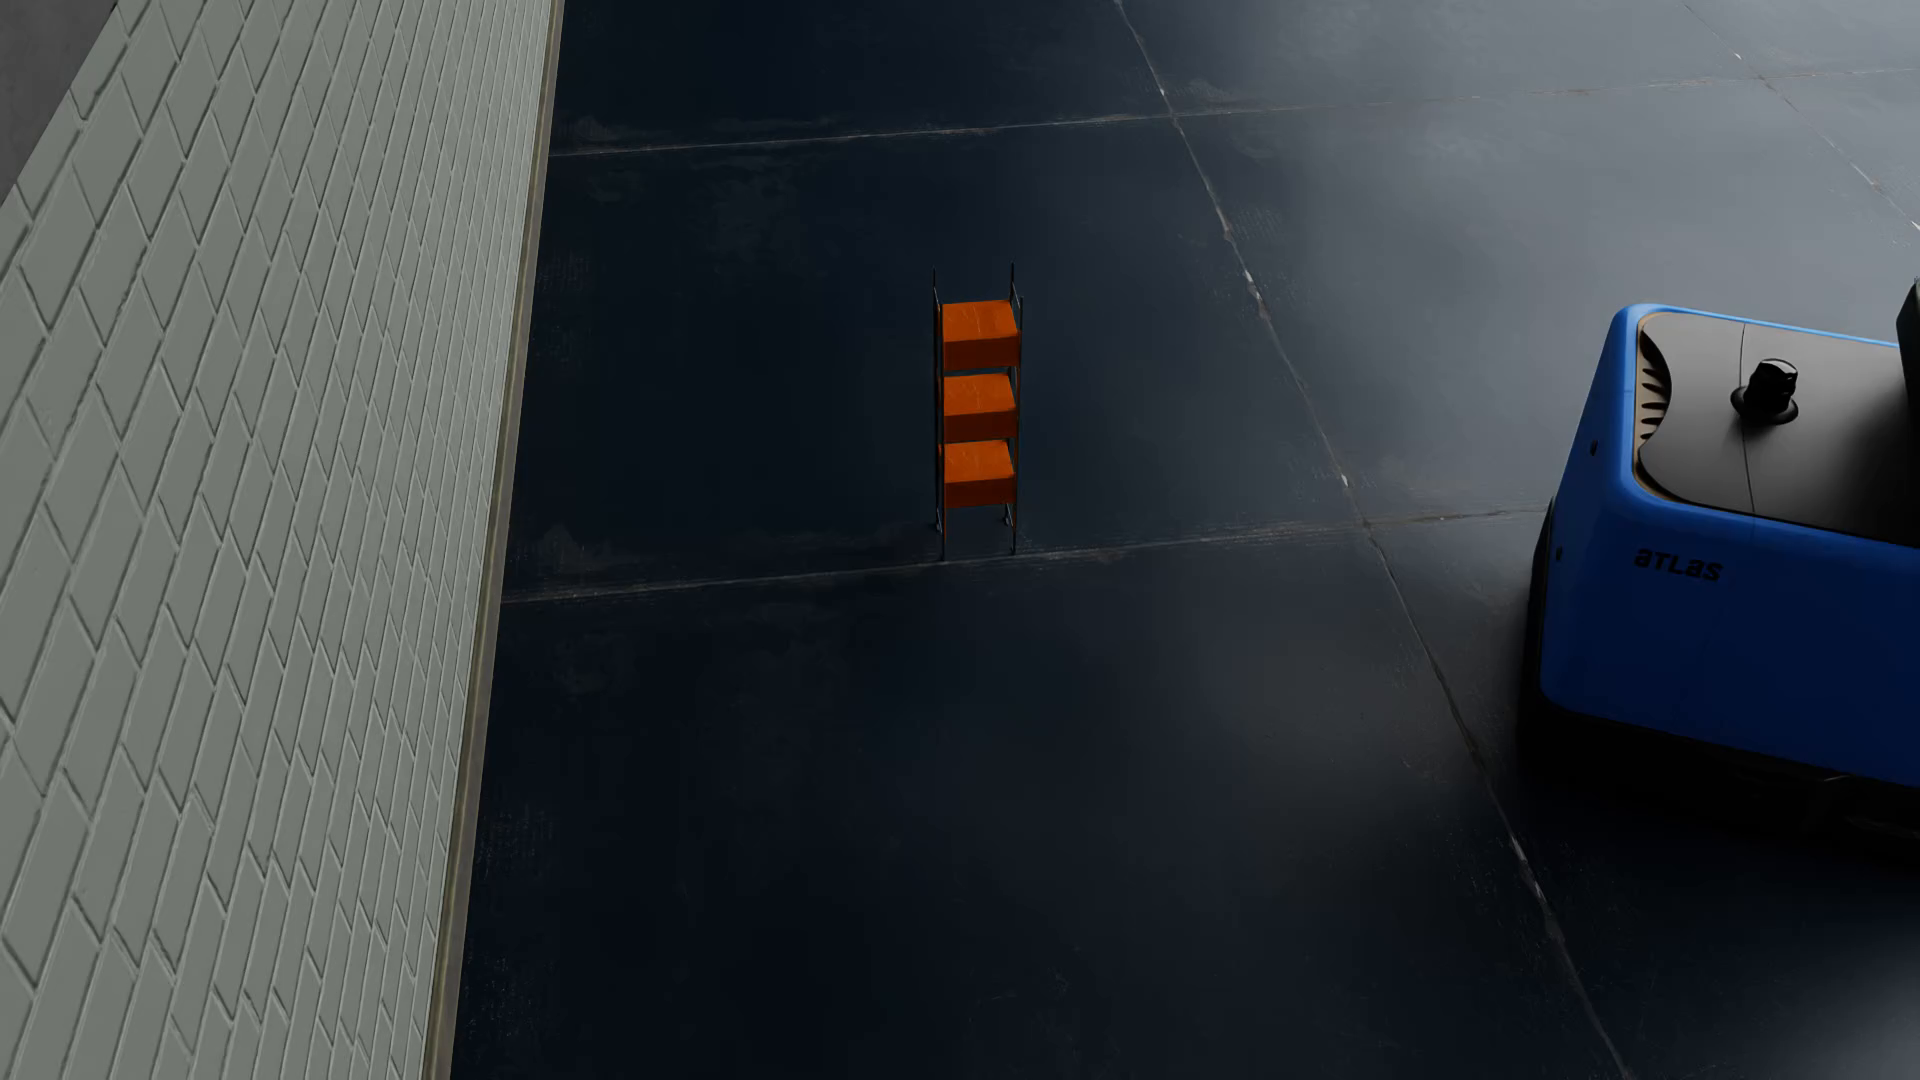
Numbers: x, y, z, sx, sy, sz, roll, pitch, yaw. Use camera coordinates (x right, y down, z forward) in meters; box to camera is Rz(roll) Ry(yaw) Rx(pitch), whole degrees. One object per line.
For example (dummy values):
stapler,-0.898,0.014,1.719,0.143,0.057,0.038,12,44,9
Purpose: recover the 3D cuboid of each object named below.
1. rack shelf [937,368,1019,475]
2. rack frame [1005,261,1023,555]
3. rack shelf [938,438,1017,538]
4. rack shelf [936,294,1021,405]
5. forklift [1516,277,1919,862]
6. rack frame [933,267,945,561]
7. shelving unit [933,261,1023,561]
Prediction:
rack shelf,0.053,-0.387,5.411,0.240,0.259,0.215,-5,42,-6
rack frame,0.174,-0.405,5.415,0.008,1.050,0.200,-5,42,-6
rack shelf,0.053,-0.180,5.597,0.240,0.259,0.215,-5,42,-6
rack shelf,0.053,-0.597,5.221,0.240,0.259,0.215,-5,42,-6
forklift,3.239,-0.403,4.009,3.031,2.935,1.130,12,43,13
rack frame,-0.068,-0.384,5.392,0.008,1.050,0.200,-5,42,-6
shelving unit,0.053,-0.394,5.404,0.252,1.050,0.215,-5,42,-6
